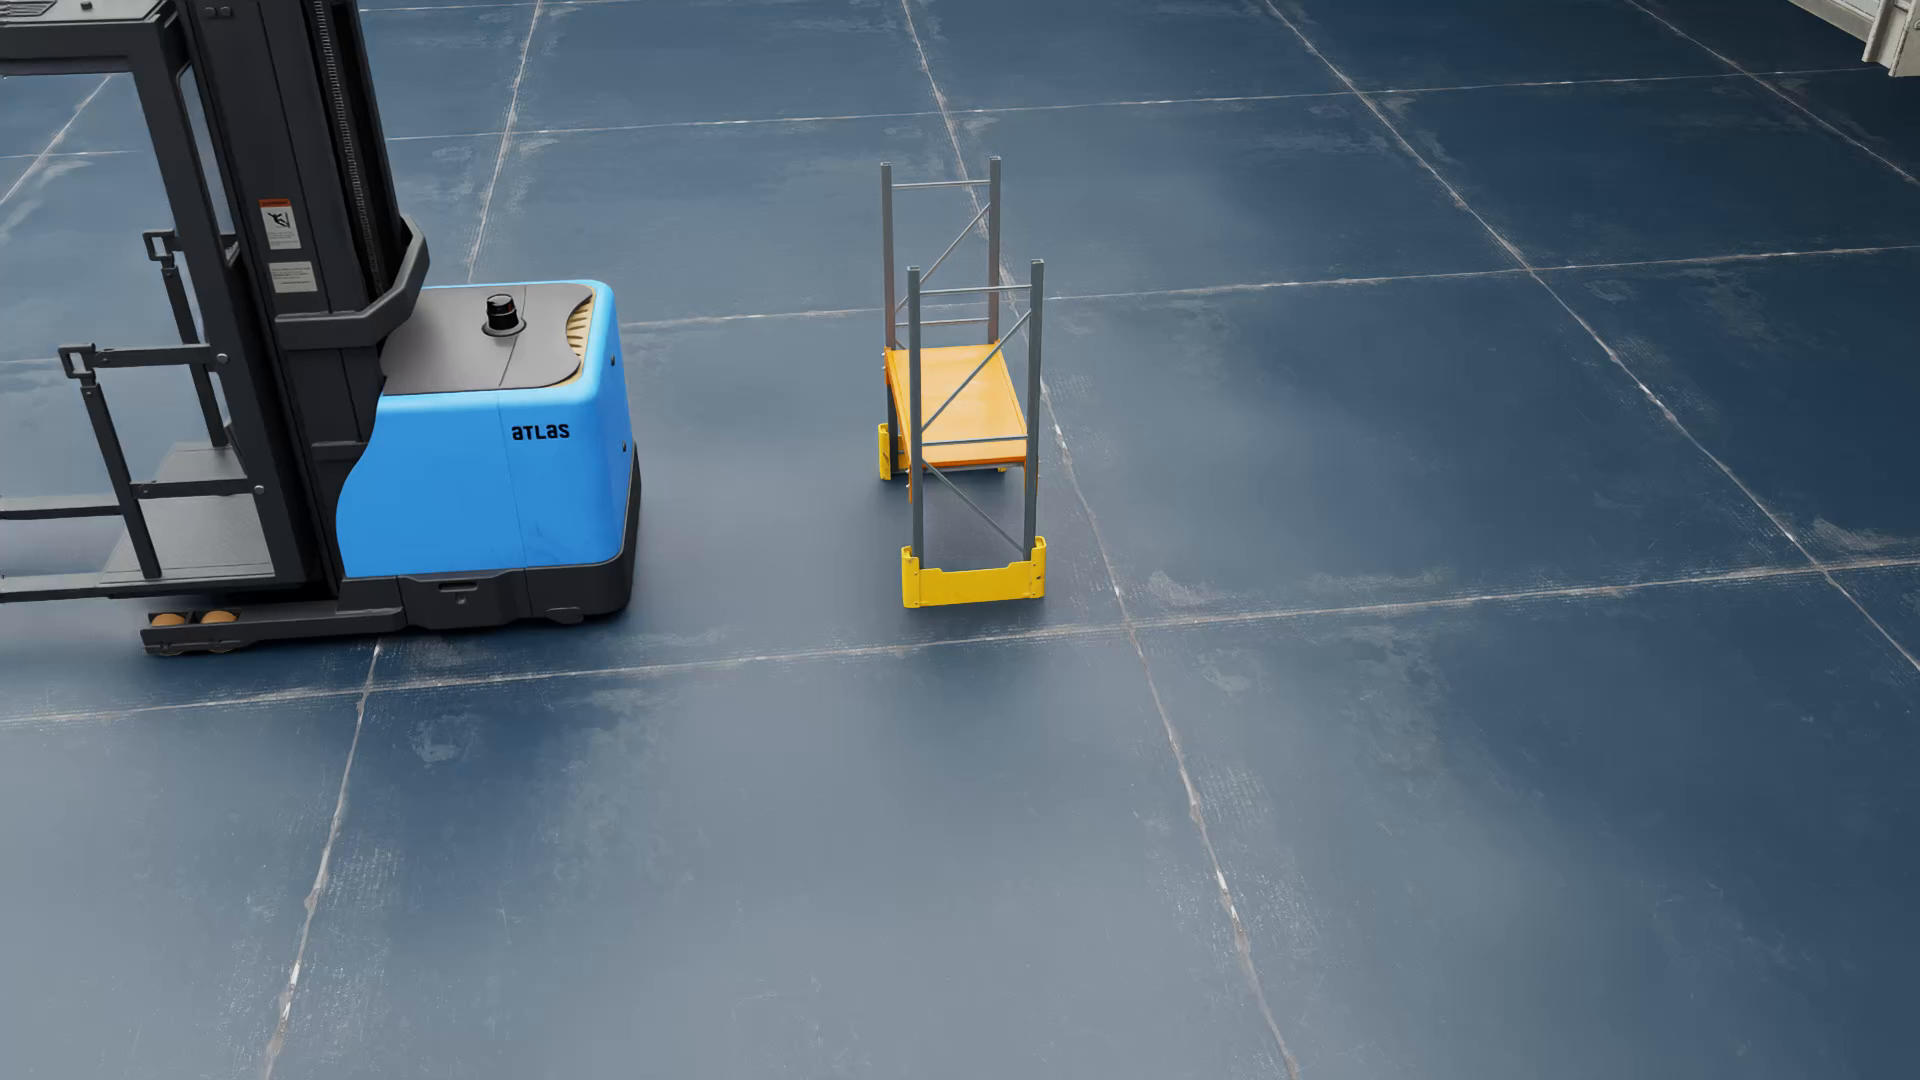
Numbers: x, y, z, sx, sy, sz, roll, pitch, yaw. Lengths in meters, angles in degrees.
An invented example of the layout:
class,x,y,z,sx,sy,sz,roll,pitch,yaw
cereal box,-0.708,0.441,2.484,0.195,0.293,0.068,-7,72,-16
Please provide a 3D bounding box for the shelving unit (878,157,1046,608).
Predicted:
class,x,y,z,sx,sy,sz,roll,pitch,yaw
shelving unit,-0.010,-0.662,6.890,0.587,1.500,1.083,-4,35,-6

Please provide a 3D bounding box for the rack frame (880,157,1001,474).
class,x,y,z,sx,sy,sz,roll,pitch,yaw
rack frame,-0.080,-0.951,7.314,0.500,1.500,0.032,-4,35,-6

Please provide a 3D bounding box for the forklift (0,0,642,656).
class,x,y,z,sx,sy,sz,roll,pitch,yaw
forklift,-2.894,-1.067,6.212,3.031,2.935,1.130,-3,34,-5

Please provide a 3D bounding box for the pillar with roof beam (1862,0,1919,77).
class,x,y,z,sx,sy,sz,roll,pitch,yaw
pillar with roof beam,2.736,-6.932,9.431,9.100,9.000,0.400,-4,35,-6

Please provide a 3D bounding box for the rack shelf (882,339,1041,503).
class,x,y,z,sx,sy,sz,roll,pitch,yaw
rack shelf,-0.011,-0.519,6.999,0.538,0.185,1.000,-4,35,-6

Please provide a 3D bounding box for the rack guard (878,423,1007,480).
class,x,y,z,sx,sy,sz,roll,pitch,yaw
rack guard,-0.077,-0.424,7.650,0.587,0.250,0.087,-4,35,-6

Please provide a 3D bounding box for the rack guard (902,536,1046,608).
class,x,y,z,sx,sy,sz,roll,pitch,yaw
rack guard,0.057,0.132,6.834,0.587,0.250,0.087,-4,35,-6

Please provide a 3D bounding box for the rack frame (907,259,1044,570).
class,x,y,z,sx,sy,sz,roll,pitch,yaw
rack frame,0.057,-0.384,6.481,0.500,1.500,0.032,-4,35,-6
